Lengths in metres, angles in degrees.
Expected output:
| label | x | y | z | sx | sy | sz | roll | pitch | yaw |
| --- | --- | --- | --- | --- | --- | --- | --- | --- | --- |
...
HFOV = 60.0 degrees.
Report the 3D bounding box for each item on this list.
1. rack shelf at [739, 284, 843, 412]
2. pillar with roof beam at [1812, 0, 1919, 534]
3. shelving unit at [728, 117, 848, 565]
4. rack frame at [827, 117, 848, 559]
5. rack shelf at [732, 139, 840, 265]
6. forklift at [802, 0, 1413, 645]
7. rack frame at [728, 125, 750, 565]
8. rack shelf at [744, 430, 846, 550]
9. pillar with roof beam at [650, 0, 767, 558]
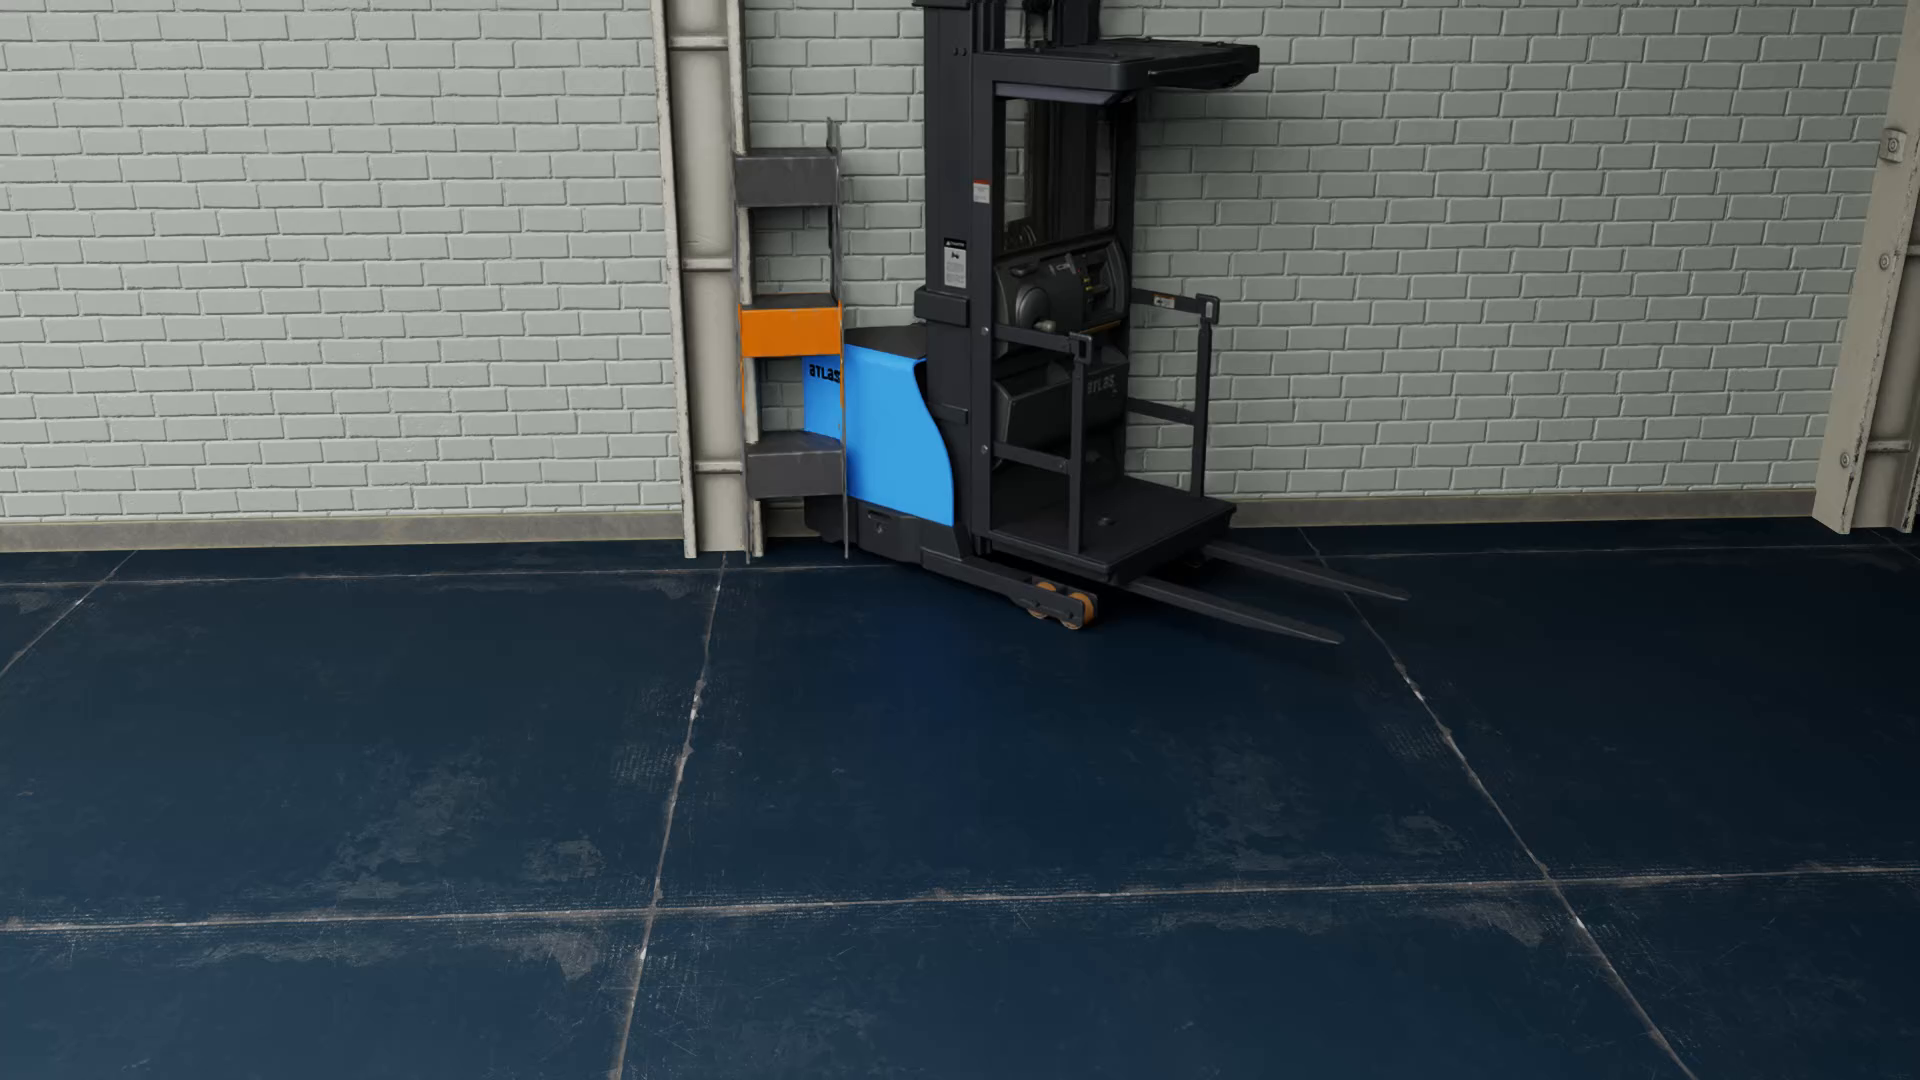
| label | x | y | z | sx | sy | sz | roll | pitch | yaw |
| --- | --- | --- | --- | --- | --- | --- | --- | --- | --- |
| rack shelf | -0.834 | -0.936 | 8.055 | 0.480 | 0.518 | 0.431 | -3 | 20 | -10 |
| pillar with roof beam | 5.039 | -2.766 | 3.240 | 0.400 | 9.000 | 9.100 | -1 | 21 | -3 |
| shelving unit | -0.834 | -0.949 | 8.051 | 0.503 | 2.100 | 0.431 | -3 | 20 | -10 |
| rack frame | -0.595 | -0.963 | 8.094 | 0.015 | 2.100 | 0.400 | -3 | 20 | -10 |
| rack shelf | -0.831 | -1.596 | 7.823 | 0.480 | 0.518 | 0.431 | -3 | 20 | -10 |
| forklift | 0.639 | -1.174 | 7.586 | 3.031 | 2.935 | 1.130 | 17 | 27 | 38 |
| rack frame | -1.074 | -0.935 | 8.007 | 0.015 | 2.100 | 0.400 | -3 | 20 | -10 |
| rack shelf | -0.838 | -0.276 | 8.287 | 0.480 | 0.518 | 0.431 | -3 | 20 | -10 |
| pillar with roof beam | -0.951 | -2.644 | 2.919 | 0.400 | 9.000 | 9.100 | -1 | 21 | -3 |
